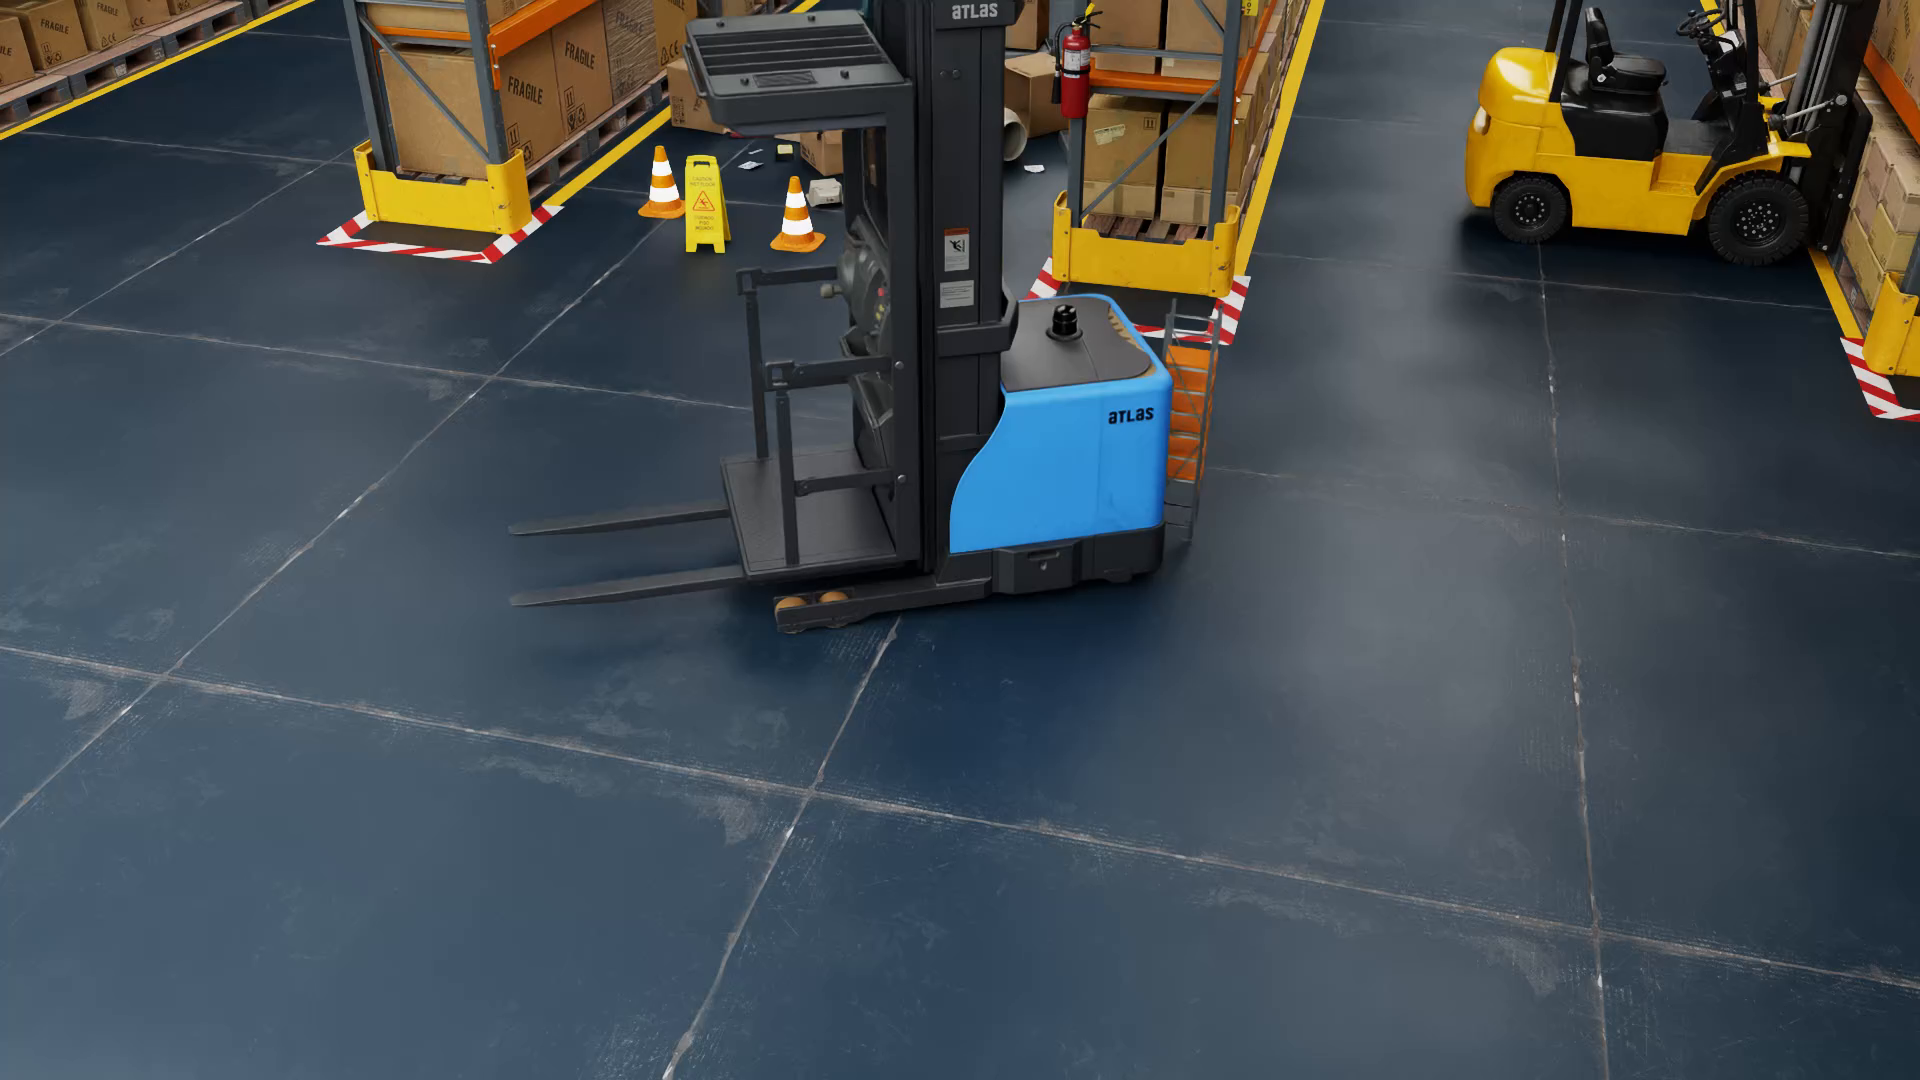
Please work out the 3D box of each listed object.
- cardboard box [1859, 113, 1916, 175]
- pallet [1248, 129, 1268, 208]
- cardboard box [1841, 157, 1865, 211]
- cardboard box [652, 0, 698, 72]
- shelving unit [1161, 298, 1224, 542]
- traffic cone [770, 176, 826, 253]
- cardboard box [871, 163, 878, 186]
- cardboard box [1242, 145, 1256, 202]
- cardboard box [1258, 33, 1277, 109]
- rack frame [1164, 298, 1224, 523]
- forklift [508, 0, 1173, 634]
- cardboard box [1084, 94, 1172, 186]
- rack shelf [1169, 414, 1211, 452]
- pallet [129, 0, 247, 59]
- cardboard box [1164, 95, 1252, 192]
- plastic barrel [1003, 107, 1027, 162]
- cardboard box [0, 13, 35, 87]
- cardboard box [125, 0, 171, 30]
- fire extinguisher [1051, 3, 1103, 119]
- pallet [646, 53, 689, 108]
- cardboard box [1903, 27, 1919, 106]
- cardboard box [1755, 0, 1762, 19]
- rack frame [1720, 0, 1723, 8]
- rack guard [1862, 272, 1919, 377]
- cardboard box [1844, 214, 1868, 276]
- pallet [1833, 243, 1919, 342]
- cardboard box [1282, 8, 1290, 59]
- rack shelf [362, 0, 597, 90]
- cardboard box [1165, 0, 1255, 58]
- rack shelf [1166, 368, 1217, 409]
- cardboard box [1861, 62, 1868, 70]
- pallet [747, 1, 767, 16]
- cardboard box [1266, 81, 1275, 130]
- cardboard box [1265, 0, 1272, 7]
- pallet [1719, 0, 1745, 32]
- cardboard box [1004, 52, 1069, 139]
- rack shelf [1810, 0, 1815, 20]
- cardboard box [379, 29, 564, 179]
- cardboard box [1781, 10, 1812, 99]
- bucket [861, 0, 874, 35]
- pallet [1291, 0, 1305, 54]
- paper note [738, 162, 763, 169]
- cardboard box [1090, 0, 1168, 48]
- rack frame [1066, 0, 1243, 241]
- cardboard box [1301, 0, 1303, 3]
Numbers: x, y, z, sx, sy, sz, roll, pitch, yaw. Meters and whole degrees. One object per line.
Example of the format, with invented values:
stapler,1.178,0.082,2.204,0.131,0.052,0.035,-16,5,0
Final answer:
cardboard box,6.041,-2.524,10.663,0.500,0.250,0.500,8,33,13
pallet,1.753,-2.859,12.550,1.003,0.211,1.213,8,33,12
cardboard box,6.053,-2.327,10.820,0.500,0.250,0.500,7,33,11
cardboard box,-2.845,-4.609,14.294,0.875,0.875,0.875,9,33,13
shelving unit,1.071,-0.562,8.008,0.258,1.200,0.189,9,34,12
traffic cone,-1.117,-2.251,11.360,0.336,0.463,0.334,8,33,12
cardboard box,-0.440,-2.700,12.359,0.380,0.149,0.250,28,42,36
cardboard box,1.790,-2.610,11.731,0.500,0.250,0.500,9,34,14
cardboard box,2.050,-3.485,12.408,0.500,0.500,0.500,10,34,15
rack frame,1.095,-0.609,8.083,0.240,1.200,0.006,9,34,12
forklift,-0.604,-1.122,7.283,3.031,2.935,1.130,-7,33,-11
cardboard box,1.132,-2.733,11.226,0.500,0.500,0.500,8,33,13
rack shelf,1.070,-0.524,8.032,0.258,0.103,0.180,9,34,12
pallet,-7.525,-4.843,15.672,1.003,0.211,1.213,8,33,12
cardboard box,1.659,-2.675,11.135,0.500,0.500,0.500,7,33,11
plastic barrel,0.241,-3.139,12.793,0.421,0.421,0.512,-21,38,-29
cardboard box,-8.111,-4.057,13.774,0.500,0.500,0.500,17,36,25
cardboard box,-7.667,-4.995,15.250,0.500,0.500,0.500,19,37,27
fire extinguisher,0.707,-2.919,10.118,0.296,0.674,0.183,8,33,12
pallet,-2.886,-4.085,14.479,1.003,0.211,1.213,8,33,12
cardboard box,5.995,-2.876,9.885,0.500,0.500,0.500,9,34,14
cardboard box,7.684,-4.939,15.045,0.875,0.625,0.625,9,34,14
rack frame,8.014,-6.426,15.562,1.000,3.000,0.127,8,33,12
rack guard,5.977,-1.207,9.683,1.175,0.500,0.348,8,33,12
cardboard box,5.932,-1.835,10.512,0.500,0.250,0.500,8,33,12
pallet,6.137,-1.500,10.413,1.003,0.211,1.213,8,33,12
cardboard box,2.327,-4.365,14.378,0.950,0.372,0.625,8,33,13
rack shelf,-3.125,-4.304,12.895,1.077,0.370,4.000,8,33,12
cardboard box,1.570,-3.324,10.313,0.500,0.500,0.500,8,33,12
rack shelf,1.076,-0.726,7.902,0.258,0.103,0.180,9,34,12
cardboard box,6.433,-3.317,11.911,0.500,0.250,0.500,8,33,12
pallet,-2.494,-4.880,15.729,1.003,0.211,1.213,8,33,12
cardboard box,2.181,-3.420,13.005,0.500,0.250,0.500,7,33,11
cardboard box,2.031,-3.915,11.847,0.380,0.149,0.250,8,33,13
pallet,7.767,-4.827,15.647,1.003,0.211,1.213,8,33,12
cardboard box,0.608,-3.600,13.444,0.500,0.500,0.500,-21,38,-29
rack shelf,7.506,-5.085,14.123,1.077,0.370,4.000,8,33,12
cardboard box,-3.524,-3.211,12.095,0.875,0.875,0.875,8,33,13
cardboard box,7.120,-3.798,13.250,0.875,0.625,0.625,9,34,15
bucket,-0.422,-4.521,14.200,0.726,0.611,0.620,20,28,29
pallet,2.700,-4.887,15.740,1.003,0.211,1.213,8,33,12
paper note,-1.603,-2.877,12.749,0.144,0.017,0.142,20,38,29
cardboard box,1.053,-3.435,10.487,0.500,0.500,0.500,7,33,12
rack frame,1.181,-2.948,10.092,1.000,3.000,0.127,8,33,12
cardboard box,2.879,-5.492,16.151,0.950,0.372,0.625,7,33,11
